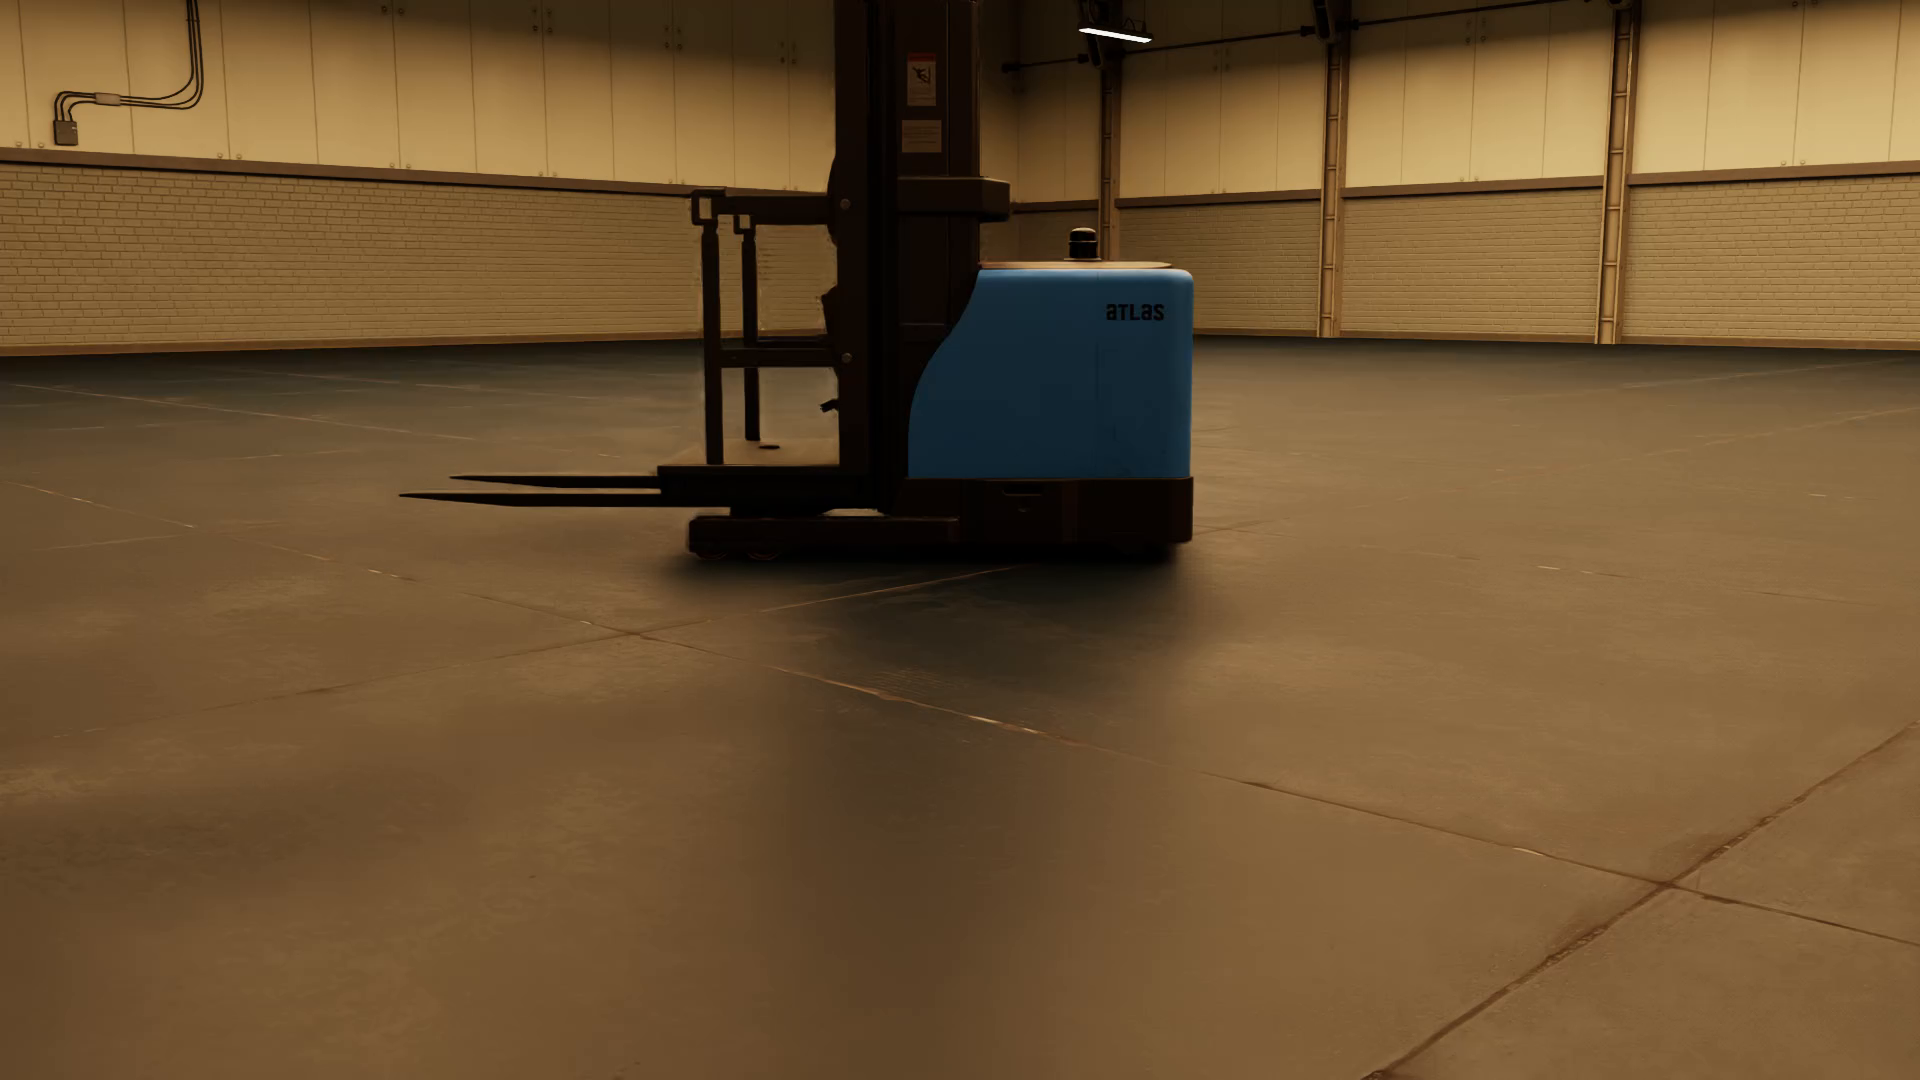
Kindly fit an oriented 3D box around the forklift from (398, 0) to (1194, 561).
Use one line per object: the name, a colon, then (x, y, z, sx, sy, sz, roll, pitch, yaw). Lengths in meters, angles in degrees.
forklift: (-0.636, -1.448, 6.491, 3.031, 2.935, 1.130, 0, 9, 1)
